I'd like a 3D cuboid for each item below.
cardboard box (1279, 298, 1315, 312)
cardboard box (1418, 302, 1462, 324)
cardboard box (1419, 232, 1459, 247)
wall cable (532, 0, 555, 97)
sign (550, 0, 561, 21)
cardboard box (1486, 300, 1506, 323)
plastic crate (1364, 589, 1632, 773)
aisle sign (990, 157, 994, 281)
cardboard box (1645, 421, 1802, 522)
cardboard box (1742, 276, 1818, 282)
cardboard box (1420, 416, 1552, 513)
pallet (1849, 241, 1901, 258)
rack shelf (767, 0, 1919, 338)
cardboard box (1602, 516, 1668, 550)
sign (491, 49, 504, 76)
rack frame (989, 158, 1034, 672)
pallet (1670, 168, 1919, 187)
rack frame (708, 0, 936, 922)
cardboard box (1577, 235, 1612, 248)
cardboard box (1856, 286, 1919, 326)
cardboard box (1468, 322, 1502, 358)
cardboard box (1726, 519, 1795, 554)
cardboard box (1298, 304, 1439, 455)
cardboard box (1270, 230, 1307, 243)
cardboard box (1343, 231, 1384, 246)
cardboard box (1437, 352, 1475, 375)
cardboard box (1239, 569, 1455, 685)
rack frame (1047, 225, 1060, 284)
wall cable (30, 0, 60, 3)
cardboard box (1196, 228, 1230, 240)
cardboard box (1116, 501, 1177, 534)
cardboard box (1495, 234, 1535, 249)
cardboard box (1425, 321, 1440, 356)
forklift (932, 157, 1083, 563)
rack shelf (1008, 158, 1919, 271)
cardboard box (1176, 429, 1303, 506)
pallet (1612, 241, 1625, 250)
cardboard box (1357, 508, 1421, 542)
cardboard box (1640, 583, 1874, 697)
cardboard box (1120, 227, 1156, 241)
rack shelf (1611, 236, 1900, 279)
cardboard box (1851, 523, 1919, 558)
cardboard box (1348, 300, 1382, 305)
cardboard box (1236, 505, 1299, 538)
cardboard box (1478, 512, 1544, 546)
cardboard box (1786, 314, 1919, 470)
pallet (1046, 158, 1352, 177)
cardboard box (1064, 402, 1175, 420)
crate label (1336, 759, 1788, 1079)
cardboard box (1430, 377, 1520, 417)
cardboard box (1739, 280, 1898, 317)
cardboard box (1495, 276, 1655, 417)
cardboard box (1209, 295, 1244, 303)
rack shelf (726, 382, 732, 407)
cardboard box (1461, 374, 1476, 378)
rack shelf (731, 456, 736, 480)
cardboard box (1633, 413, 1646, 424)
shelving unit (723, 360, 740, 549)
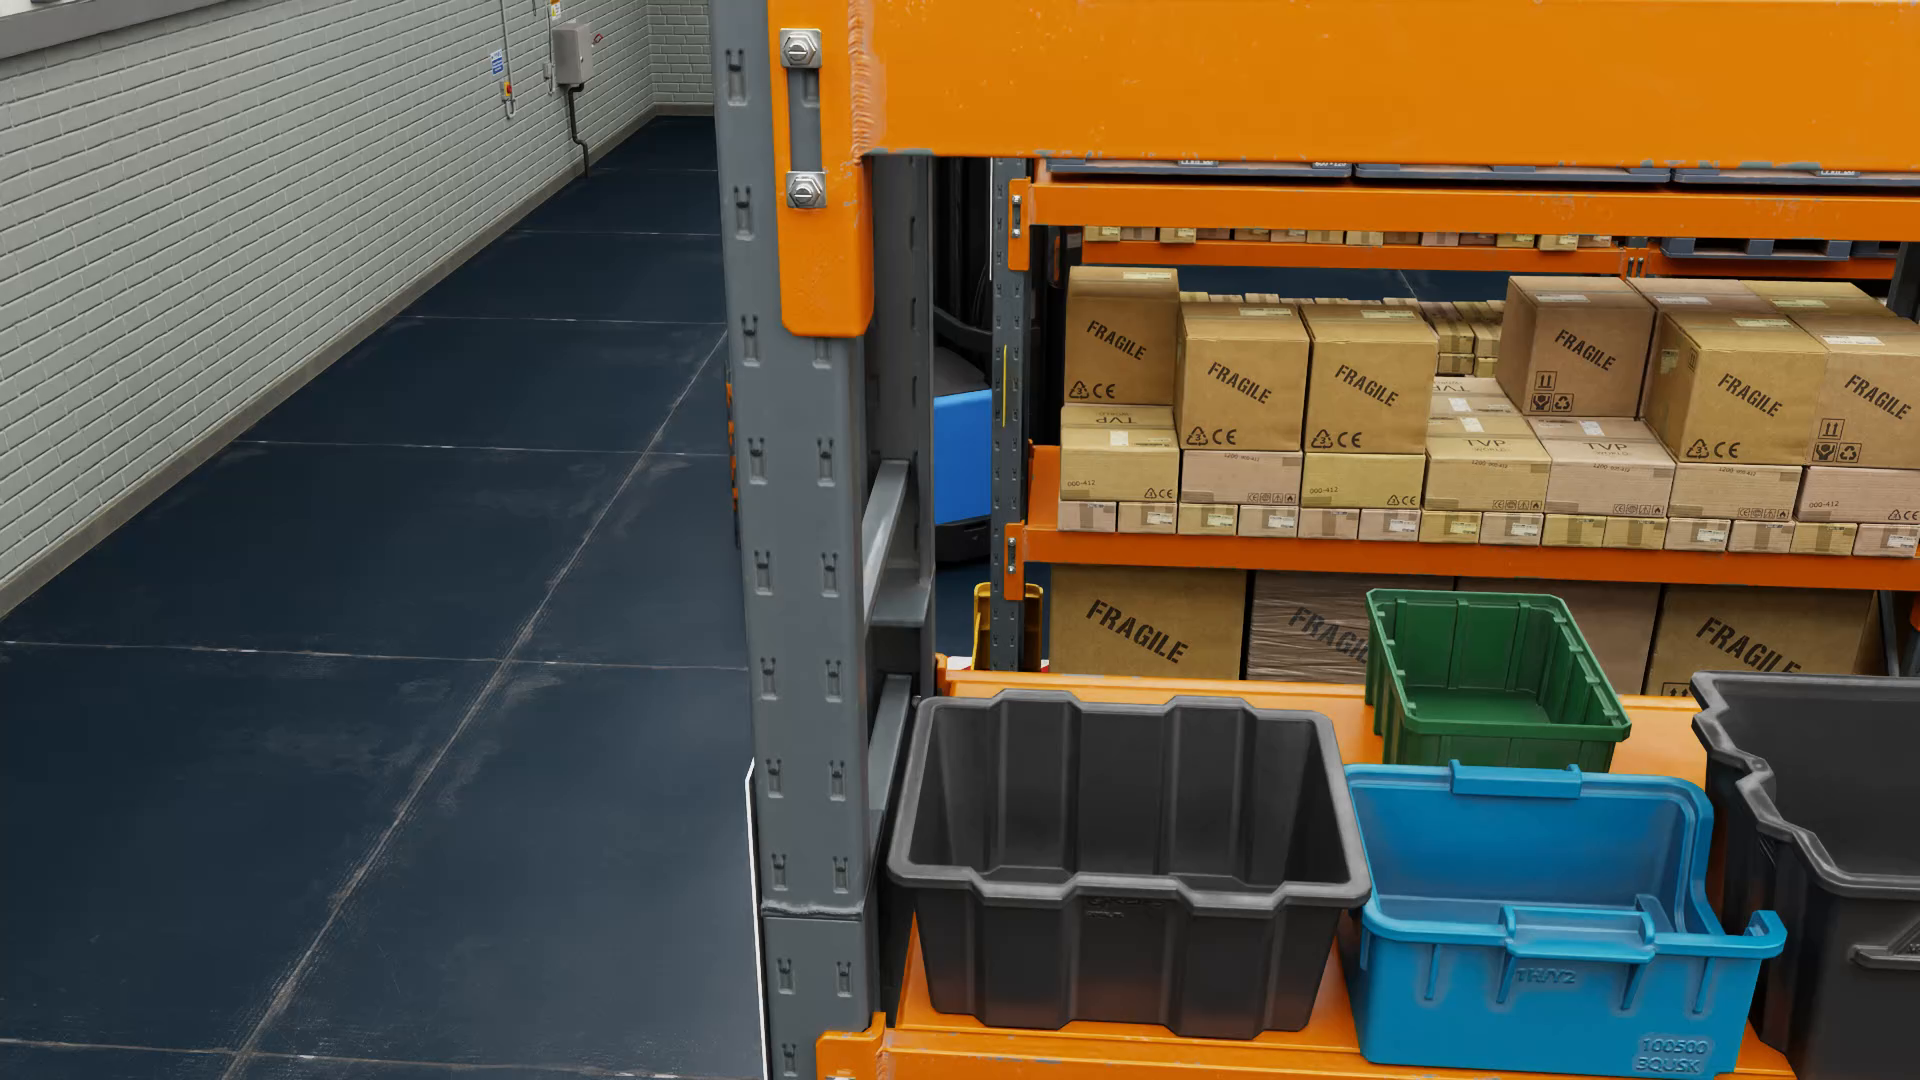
[{"bbox_3d":[2.556,-1.698,12.548,0.250,0.149,0.380,1,25,2],"label":"cardboard box"},{"bbox_3d":[3.588,-1.661,12.467,0.250,0.149,0.380,1,25,3],"label":"cardboard box"},{"bbox_3d":[3.345,-2.186,11.713,0.250,0.149,0.380,1,25,2],"label":"cardboard box"},{"bbox_3d":[-4.534,-5.795,18.041,0.122,1.984,0.588,2,25,4],"label":"wall cable"},{"bbox_3d":[-4.535,-5.972,18.652,0.001,0.242,0.339,2,25,4],"label":"sign"},{"bbox_3d":[4.105,-1.674,12.496,0.250,0.149,0.380,3,25,7],"label":"cardboard box"},{"bbox_3d":[0.860,0.269,2.742,0.336,0.188,0.450,2,25,4],"label":"plastic crate"},{"bbox_3d":[0.140,-1.500,6.811,0.004,0.787,0.394,2,25,4],"label":"aisle sign"},{"bbox_3d":[3.246,-0.301,7.139,0.500,0.250,0.500,3,25,6],"label":"cardboard box"},{"bbox_3d":[5.977,-1.833,12.236,0.500,0.250,0.500,3,25,6],"label":"cardboard box"},{"bbox_3d":[2.232,-0.335,7.212,0.500,0.250,0.500,1,25,3],"label":"cardboard box"},{"bbox_3d":[6.714,-2.209,11.691,1.213,0.211,1.003,2,25,4],"label":"pallet"},{"bbox_3d":[1.849,-0.530,1.975,4.000,0.370,1.077,2,25,4],"label":"rack shelf"},{"bbox_3d":[2.867,-0.105,7.191,0.250,0.149,0.380,2,25,5],"label":"cardboard box"},{"bbox_3d":[-4.696,-4.847,16.872,0.001,0.218,0.327,2,25,4],"label":"sign"},{"bbox_3d":[0.234,-0.441,7.621,0.127,3.000,1.000,2,25,4],"label":"rack frame"},{"bbox_3d":[3.408,-1.666,6.801,1.213,0.211,1.003,2,25,4],"label":"pallet"},{"bbox_3d":[-0.145,-1.102,1.881,0.127,3.000,1.000,2,25,4],"label":"rack frame"},{"bbox_3d":[4.400,-2.175,11.689,0.250,0.149,0.380,2,25,3],"label":"cardboard box"},{"bbox_3d":[6.459,-1.605,11.741,0.500,0.250,0.500,3,25,6],"label":"cardboard box"},{"bbox_3d":[3.822,-1.443,11.994,0.250,0.149,0.380,2,25,4],"label":"cardboard box"},{"bbox_3d":[3.381,-0.089,7.155,0.250,0.149,0.380,1,25,3],"label":"cardboard box"},{"bbox_3d":[1.708,-0.691,7.090,0.500,0.500,0.500,1,25,3],"label":"cardboard box"},{"bbox_3d":[2.315,-2.233,11.814,0.250,0.149,0.380,1,25,3],"label":"cardboard box"},{"bbox_3d":[2.836,-2.195,11.732,0.250,0.149,0.380,2,25,5],"label":"cardboard box"},{"bbox_3d":[3.583,-1.339,12.125,0.250,0.149,0.380,2,25,4],"label":"cardboard box"},{"bbox_3d":[1.786,0.349,7.942,0.875,0.875,0.875,2,25,4],"label":"cardboard box"},{"bbox_3d":[0.715,-2.505,12.106,0.127,3.000,1.000,2,25,4],"label":"rack frame"},{"bbox_3d":[-5.140,-6.246,9.209,0.120,5.999,2.277,2,25,4],"label":"wall cable"},{"bbox_3d":[1.803,-2.271,11.898,0.250,0.149,0.380,3,25,6],"label":"cardboard box"},{"bbox_3d":[0.819,-0.171,7.333,0.250,0.149,0.380,1,25,3],"label":"cardboard box"},{"bbox_3d":[3.873,-2.171,11.681,0.250,0.149,0.380,3,25,6],"label":"cardboard box"},{"bbox_3d":[3.292,-1.454,12.018,0.250,0.149,0.380,1,25,1],"label":"cardboard box"},{"bbox_3d":[0.639,-1.530,10.069,3.031,2.935,1.130,-11,27,-23],"label":"forklift"},{"bbox_3d":[2.229,-1.413,7.005,4.000,0.370,1.077,2,25,4],"label":"rack shelf"},{"bbox_3d":[1.211,-0.367,7.282,0.500,0.250,0.500,2,25,3],"label":"cardboard box"},{"bbox_3d":[6.976,-3.146,16.834,1.213,0.211,1.003,2,25,4],"label":"pallet"},{"bbox_3d":[1.845,-0.138,7.263,0.250,0.149,0.380,2,25,3],"label":"cardboard box"},{"bbox_3d":[3.571,0.407,7.817,0.875,0.875,0.875,2,25,4],"label":"cardboard box"},{"bbox_3d":[1.270,-2.253,11.859,0.250,0.149,0.380,3,25,6],"label":"cardboard box"},{"bbox_3d":[6.697,-1.987,11.840,4.000,0.370,1.077,2,25,4],"label":"rack shelf"},{"bbox_3d":[3.894,-0.072,7.120,0.250,0.149,0.380,2,25,4],"label":"cardboard box"},{"bbox_3d":[3.062,-1.677,12.503,0.250,0.149,0.380,1,25,2],"label":"cardboard box"},{"bbox_3d":[1.334,-0.155,7.299,0.250,0.149,0.380,1,25,3],"label":"cardboard box"},{"bbox_3d":[2.358,-0.122,7.227,0.250,0.149,0.380,2,25,5],"label":"cardboard box"},{"bbox_3d":[3.744,-0.624,6.945,0.500,0.500,0.500,3,25,6],"label":"cardboard box"},{"bbox_3d":[0.975,-1.744,6.970,1.213,0.211,1.003,2,25,4],"label":"pallet"},{"bbox_3d":[0.738,-0.603,7.797,0.500,0.250,0.500,1,25,3],"label":"cardboard box"},{"bbox_3d":[0.750,0.492,2.182,0.502,0.251,0.408,2,25,4],"label":"crate label"},{"bbox_3d":[2.271,-0.556,7.693,0.500,0.250,0.500,2,25,4],"label":"cardboard box"},{"bbox_3d":[3.765,-0.843,7.420,0.500,0.500,0.500,2,25,4],"label":"cardboard box"},{"bbox_3d":[2.755,-0.877,7.493,0.500,0.500,0.500,1,25,2],"label":"cardboard box"},{"bbox_3d":[2.030,-1.738,12.635,0.250,0.149,0.380,1,25,2],"label":"cardboard box"},{"bbox_3d":[-1.103,-0.877,9.780,0.480,0.148,0.258,5,25,10],"label":"rack shelf"},{"bbox_3d":[3.765,-1.168,12.109,0.250,0.149,0.380,1,25,2],"label":"cardboard box"},{"bbox_3d":[-1.103,-0.459,9.973,0.480,0.148,0.258,5,25,10],"label":"rack shelf"},{"bbox_3d":[3.279,-0.523,7.621,0.500,0.250,0.500,2,25,4],"label":"cardboard box"},{"bbox_3d":[-1.103,-0.520,9.945,0.503,1.200,0.258,5,25,10],"label":"shelving unit"}]
